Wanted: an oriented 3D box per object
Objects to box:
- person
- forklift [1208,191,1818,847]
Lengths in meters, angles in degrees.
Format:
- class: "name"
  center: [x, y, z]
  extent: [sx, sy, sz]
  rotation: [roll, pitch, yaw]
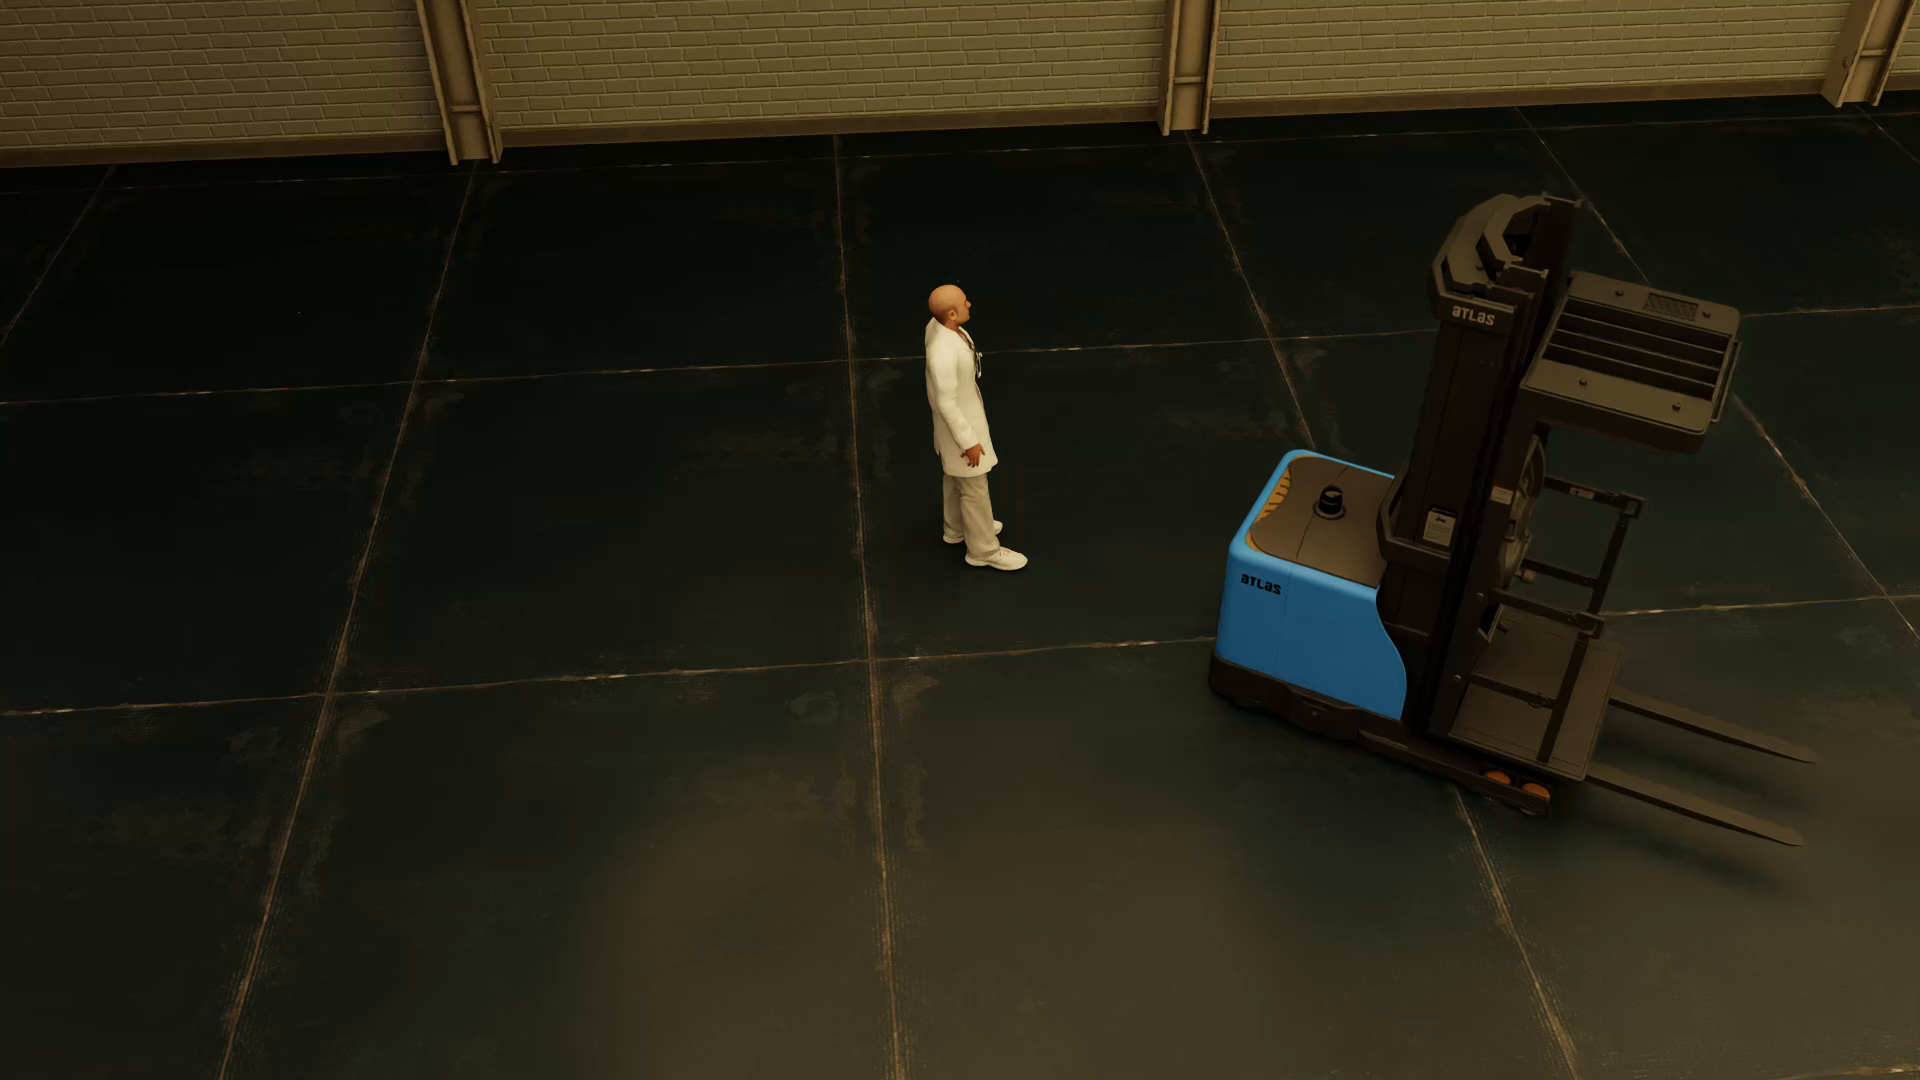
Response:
- class: "person"
  center: [0.092, -0.684, 9.613]
  extent: [0.578, 1.778, 0.698]
  rotation: [-3, 41, -4]
- class: "forklift"
  center: [2.917, -0.099, 8.053]
  extent: [3.031, 2.935, 1.130]
  rotation: [19, 44, 21]
